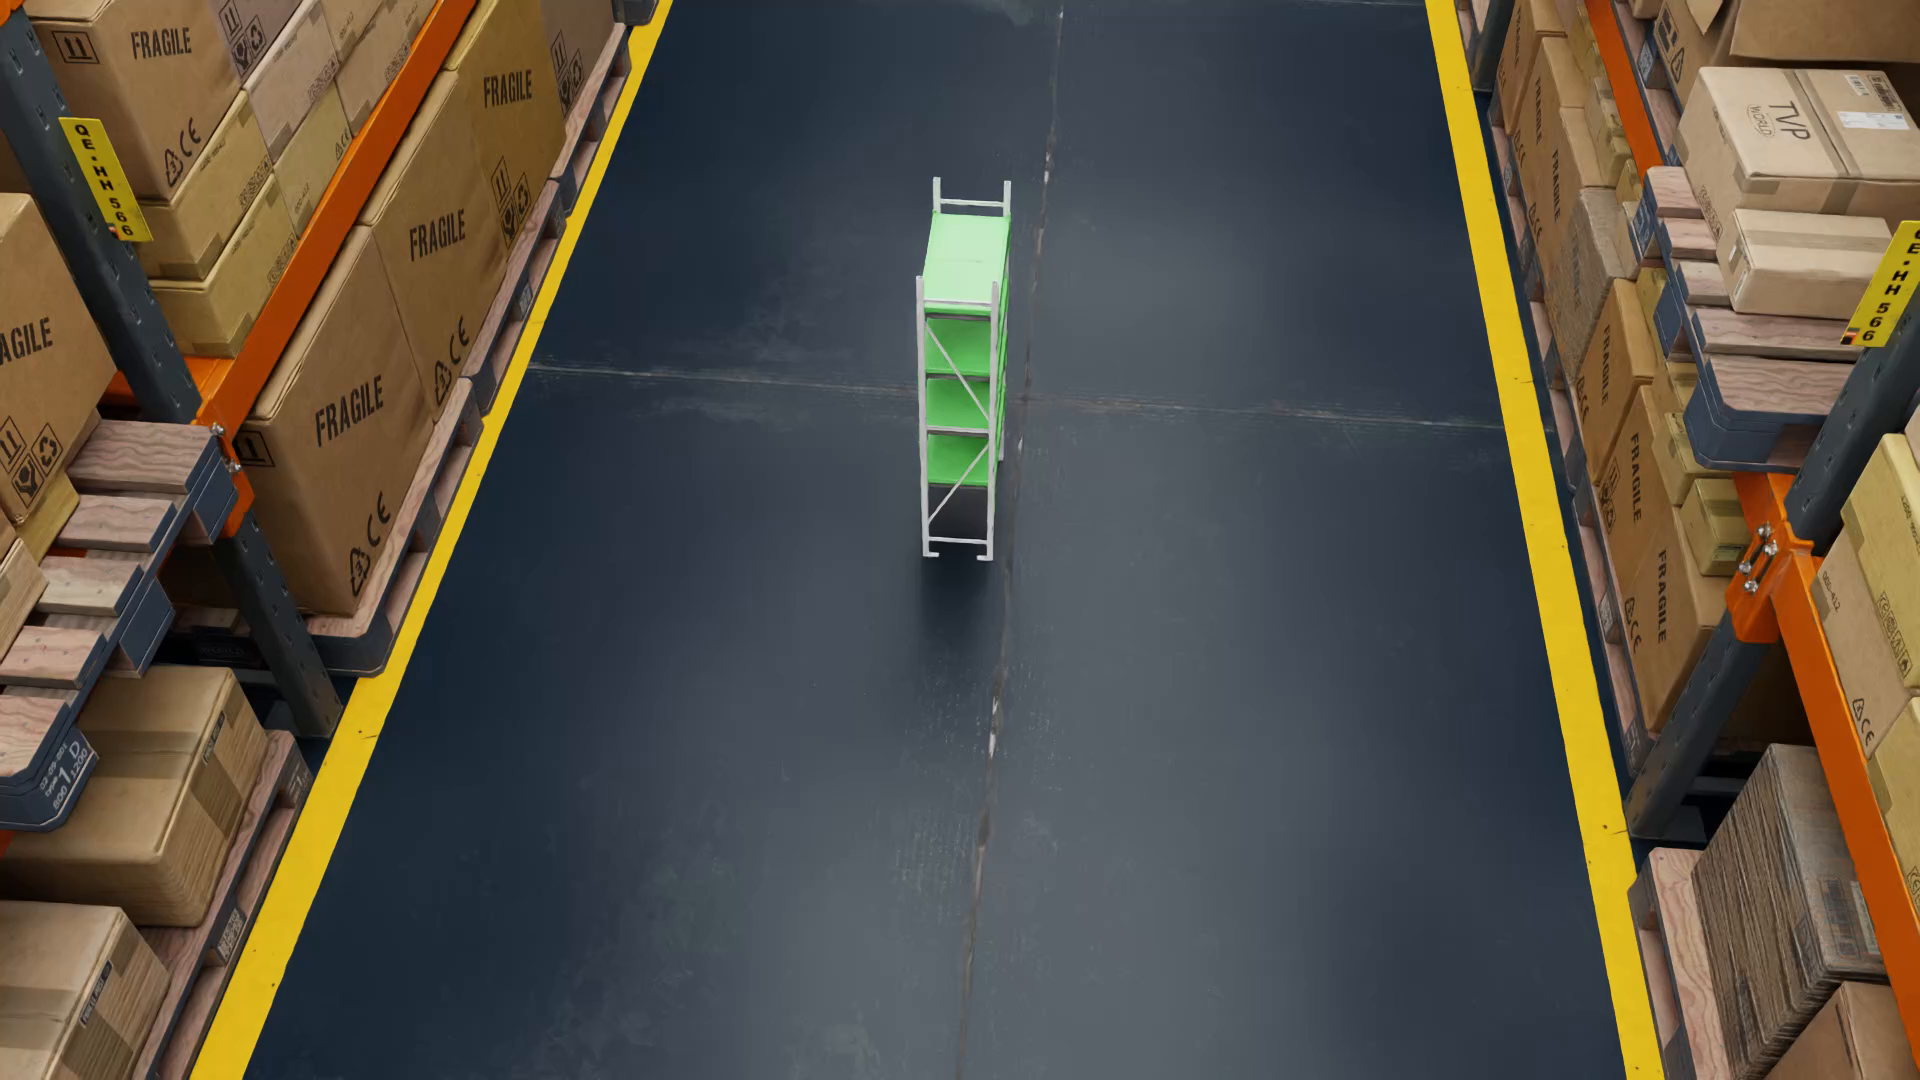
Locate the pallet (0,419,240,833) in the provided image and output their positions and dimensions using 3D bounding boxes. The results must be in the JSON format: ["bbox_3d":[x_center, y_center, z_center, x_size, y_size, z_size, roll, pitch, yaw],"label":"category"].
[{"bbox_3d":[-2.411,0.128,3.730,1.213,0.211,1.003,4,48,4],"label":"pallet"}]

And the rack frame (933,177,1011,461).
[{"bbox_3d":[0.037,-0.706,5.583,0.240,1.200,0.015,4,48,4],"label":"rack frame"}]

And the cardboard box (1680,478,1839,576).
[{"bbox_3d":[2.284,-0.033,4.718,0.380,0.149,0.250,2,48,2],"label":"cardboard box"}]

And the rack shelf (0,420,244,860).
[{"bbox_3d":[-2.634,1.245,3.066,1.077,0.370,4.000,4,48,4],"label":"rack shelf"}]

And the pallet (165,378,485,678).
[{"bbox_3d":[-2.305,-0.101,5.699,1.003,0.211,1.213,4,48,4],"label":"pallet"}]

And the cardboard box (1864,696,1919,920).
[{"bbox_3d":[2.157,0.593,3.276,0.500,0.250,0.500,3,48,3],"label":"cardboard box"}]

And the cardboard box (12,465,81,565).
[{"bbox_3d":[-2.200,-0.066,3.663,0.380,0.149,0.250,5,48,4],"label":"cardboard box"}]

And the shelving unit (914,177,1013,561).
[{"bbox_3d":[0.015,-0.527,5.419,0.258,1.200,0.503,4,48,4],"label":"shelving unit"}]

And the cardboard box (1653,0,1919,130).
[{"bbox_3d":[2.456,-1.525,4.757,0.797,0.503,0.637,3,48,3],"label":"cardboard box"}]

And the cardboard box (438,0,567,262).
[{"bbox_3d":[-2.139,-1.706,6.433,0.875,0.875,0.875,5,48,5],"label":"cardboard box"}]

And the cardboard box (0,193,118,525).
[{"bbox_3d":[-2.216,-0.391,3.521,0.500,0.500,0.500,3,48,2],"label":"cardboard box"}]

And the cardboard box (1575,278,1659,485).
[{"bbox_3d":[2.417,-0.511,5.594,0.500,0.500,0.500,6,48,5],"label":"cardboard box"}]

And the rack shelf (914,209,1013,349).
[{"bbox_3d":[0.015,-0.807,5.111,0.258,0.148,0.480,4,48,4],"label":"rack shelf"}]

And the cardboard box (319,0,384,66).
[{"bbox_3d":[-2.054,-1.686,5.023,0.500,0.250,0.500,4,48,3],"label":"cardboard box"}]

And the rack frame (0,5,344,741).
[{"bbox_3d":[-2.452,-0.467,4.145,1.000,3.000,0.127,4,48,4],"label":"rack frame"}]

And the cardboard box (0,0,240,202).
[{"bbox_3d":[-2.163,-1.185,4.055,0.500,0.500,0.500,2,48,2],"label":"cardboard box"}]

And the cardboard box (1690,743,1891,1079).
[{"bbox_3d":[2.421,0.981,4.145,0.875,0.625,0.625,5,48,5],"label":"cardboard box"}]

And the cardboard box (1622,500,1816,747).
[{"bbox_3d":[2.316,0.240,4.907,0.500,0.500,0.500,5,48,5],"label":"cardboard box"}]

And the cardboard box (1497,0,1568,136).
[{"bbox_3d":[2.588,-2.034,6.987,0.500,0.500,0.500,6,48,5],"label":"cardboard box"}]

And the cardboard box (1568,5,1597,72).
[{"bbox_3d":[2.598,-1.949,6.470,0.380,0.149,0.250,2,48,2],"label":"cardboard box"}]

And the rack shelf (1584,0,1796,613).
[{"bbox_3d":[2.674,-1.363,5.452,1.077,0.370,4.000,4,48,4],"label":"rack shelf"}]

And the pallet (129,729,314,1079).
[{"bbox_3d":[-2.524,1.048,4.649,1.003,0.211,1.213,4,48,4],"label":"pallet"}]

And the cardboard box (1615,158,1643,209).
[{"bbox_3d":[2.506,-1.183,5.769,0.380,0.149,0.250,4,48,4],"label":"cardboard box"}]

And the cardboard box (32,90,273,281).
[{"bbox_3d":[-2.160,-0.941,4.341,0.500,0.250,0.500,4,48,3],"label":"cardboard box"}]

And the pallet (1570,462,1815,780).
[{"bbox_3d":[2.597,0.259,5.370,1.003,0.211,1.213,4,48,4],"label":"pallet"}]

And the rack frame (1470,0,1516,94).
[{"bbox_3d":[2.856,-3.076,6.530,1.000,3.000,0.127,4,48,4],"label":"rack frame"}]

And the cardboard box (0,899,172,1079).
[{"bbox_3d":[-2.572,1.235,4.084,0.950,0.372,0.625,3,48,3],"label":"cardboard box"}]

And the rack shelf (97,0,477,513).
[{"bbox_3d":[-2.269,-1.694,5.754,1.077,0.370,4.000,4,48,4],"label":"rack shelf"}]

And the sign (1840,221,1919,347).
[{"bbox_3d":[1.950,-0.530,3.471,0.100,0.325,0.005,4,48,4],"label":"sign"}]

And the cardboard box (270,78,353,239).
[{"bbox_3d":[-2.127,-1.138,4.860,0.500,0.250,0.500,3,48,2],"label":"cardboard box"}]

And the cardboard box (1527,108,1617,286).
[{"bbox_3d":[2.499,-1.275,6.293,0.500,0.500,0.500,3,48,2],"label":"cardboard box"}]

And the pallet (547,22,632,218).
[{"bbox_3d":[-2.082,-1.894,7.339,1.003,0.211,1.213,4,48,4],"label":"pallet"}]

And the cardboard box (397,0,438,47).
[{"bbox_3d":[-2.032,-1.886,5.544,0.500,0.250,0.500,4,48,4],"label":"cardboard box"}]

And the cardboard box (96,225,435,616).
[{"bbox_3d":[-2.306,-0.394,5.233,0.875,0.875,0.875,3,48,3],"label":"cardboard box"}]

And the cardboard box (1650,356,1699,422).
[{"bbox_3d":[2.346,-0.427,5.077,0.380,0.149,0.250,2,48,2],"label":"cardboard box"}]

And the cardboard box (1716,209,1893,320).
[{"bbox_3d":[2.169,-0.702,4.245,0.380,0.149,0.250,5,48,4],"label":"cardboard box"}]

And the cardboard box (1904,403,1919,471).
[{"bbox_3d":[2.169,-0.175,3.370,0.380,0.149,0.250,5,48,5],"label":"cardboard box"}]

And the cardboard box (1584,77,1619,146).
[{"bbox_3d":[2.527,-1.566,6.119,0.380,0.149,0.250,4,48,3],"label":"cardboard box"}]

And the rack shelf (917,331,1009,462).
[{"bbox_3d":[0.015,-0.483,5.466,0.258,0.148,0.480,4,48,4],"label":"rack shelf"}]

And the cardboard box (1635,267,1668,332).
[{"bbox_3d":[2.438,-0.801,5.419,0.380,0.149,0.250,3,48,3],"label":"cardboard box"}]

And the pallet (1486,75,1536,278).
[{"bbox_3d":[2.820,-1.534,7.010,1.003,0.211,1.213,4,48,4],"label":"pallet"}]
